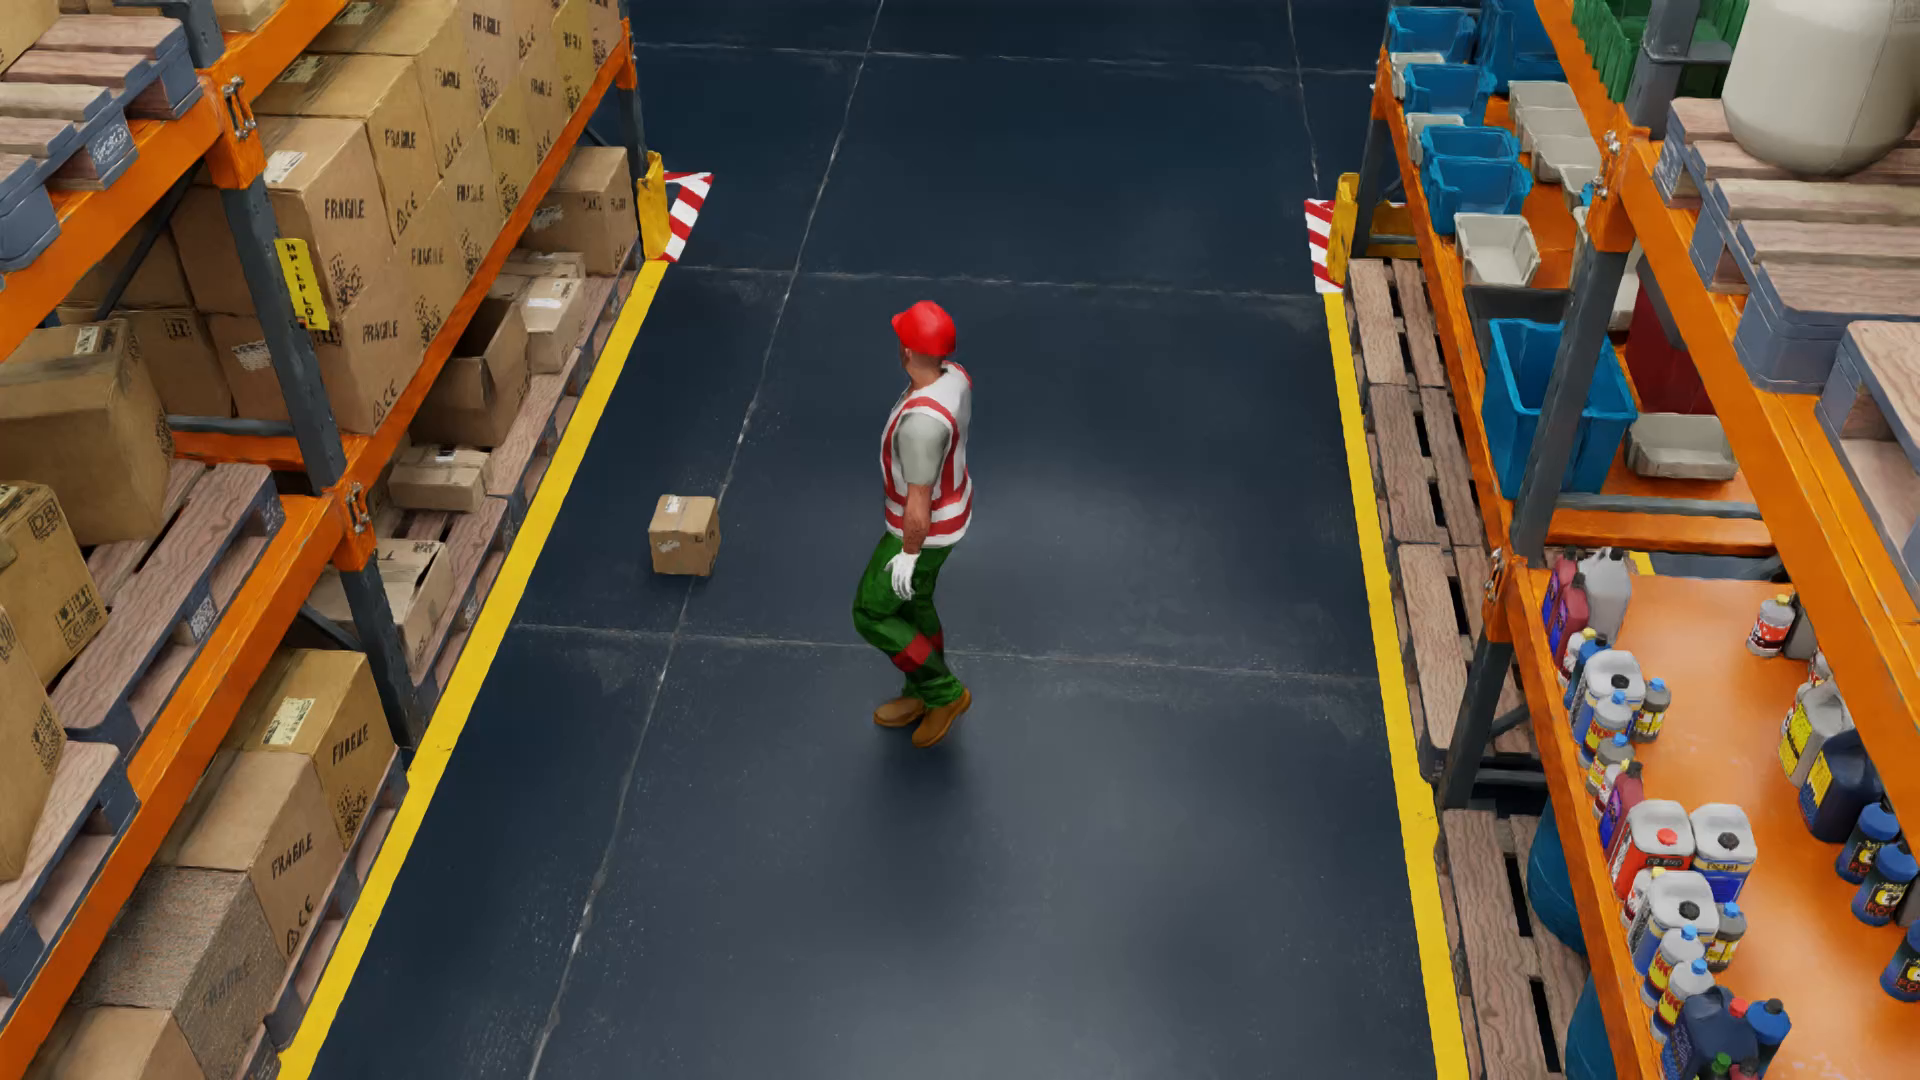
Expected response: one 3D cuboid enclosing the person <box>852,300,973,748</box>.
[{"bbox_3d":[-0.158,-0.038,6.202,0.472,1.767,0.700,5,40,6],"label":"person"}]
